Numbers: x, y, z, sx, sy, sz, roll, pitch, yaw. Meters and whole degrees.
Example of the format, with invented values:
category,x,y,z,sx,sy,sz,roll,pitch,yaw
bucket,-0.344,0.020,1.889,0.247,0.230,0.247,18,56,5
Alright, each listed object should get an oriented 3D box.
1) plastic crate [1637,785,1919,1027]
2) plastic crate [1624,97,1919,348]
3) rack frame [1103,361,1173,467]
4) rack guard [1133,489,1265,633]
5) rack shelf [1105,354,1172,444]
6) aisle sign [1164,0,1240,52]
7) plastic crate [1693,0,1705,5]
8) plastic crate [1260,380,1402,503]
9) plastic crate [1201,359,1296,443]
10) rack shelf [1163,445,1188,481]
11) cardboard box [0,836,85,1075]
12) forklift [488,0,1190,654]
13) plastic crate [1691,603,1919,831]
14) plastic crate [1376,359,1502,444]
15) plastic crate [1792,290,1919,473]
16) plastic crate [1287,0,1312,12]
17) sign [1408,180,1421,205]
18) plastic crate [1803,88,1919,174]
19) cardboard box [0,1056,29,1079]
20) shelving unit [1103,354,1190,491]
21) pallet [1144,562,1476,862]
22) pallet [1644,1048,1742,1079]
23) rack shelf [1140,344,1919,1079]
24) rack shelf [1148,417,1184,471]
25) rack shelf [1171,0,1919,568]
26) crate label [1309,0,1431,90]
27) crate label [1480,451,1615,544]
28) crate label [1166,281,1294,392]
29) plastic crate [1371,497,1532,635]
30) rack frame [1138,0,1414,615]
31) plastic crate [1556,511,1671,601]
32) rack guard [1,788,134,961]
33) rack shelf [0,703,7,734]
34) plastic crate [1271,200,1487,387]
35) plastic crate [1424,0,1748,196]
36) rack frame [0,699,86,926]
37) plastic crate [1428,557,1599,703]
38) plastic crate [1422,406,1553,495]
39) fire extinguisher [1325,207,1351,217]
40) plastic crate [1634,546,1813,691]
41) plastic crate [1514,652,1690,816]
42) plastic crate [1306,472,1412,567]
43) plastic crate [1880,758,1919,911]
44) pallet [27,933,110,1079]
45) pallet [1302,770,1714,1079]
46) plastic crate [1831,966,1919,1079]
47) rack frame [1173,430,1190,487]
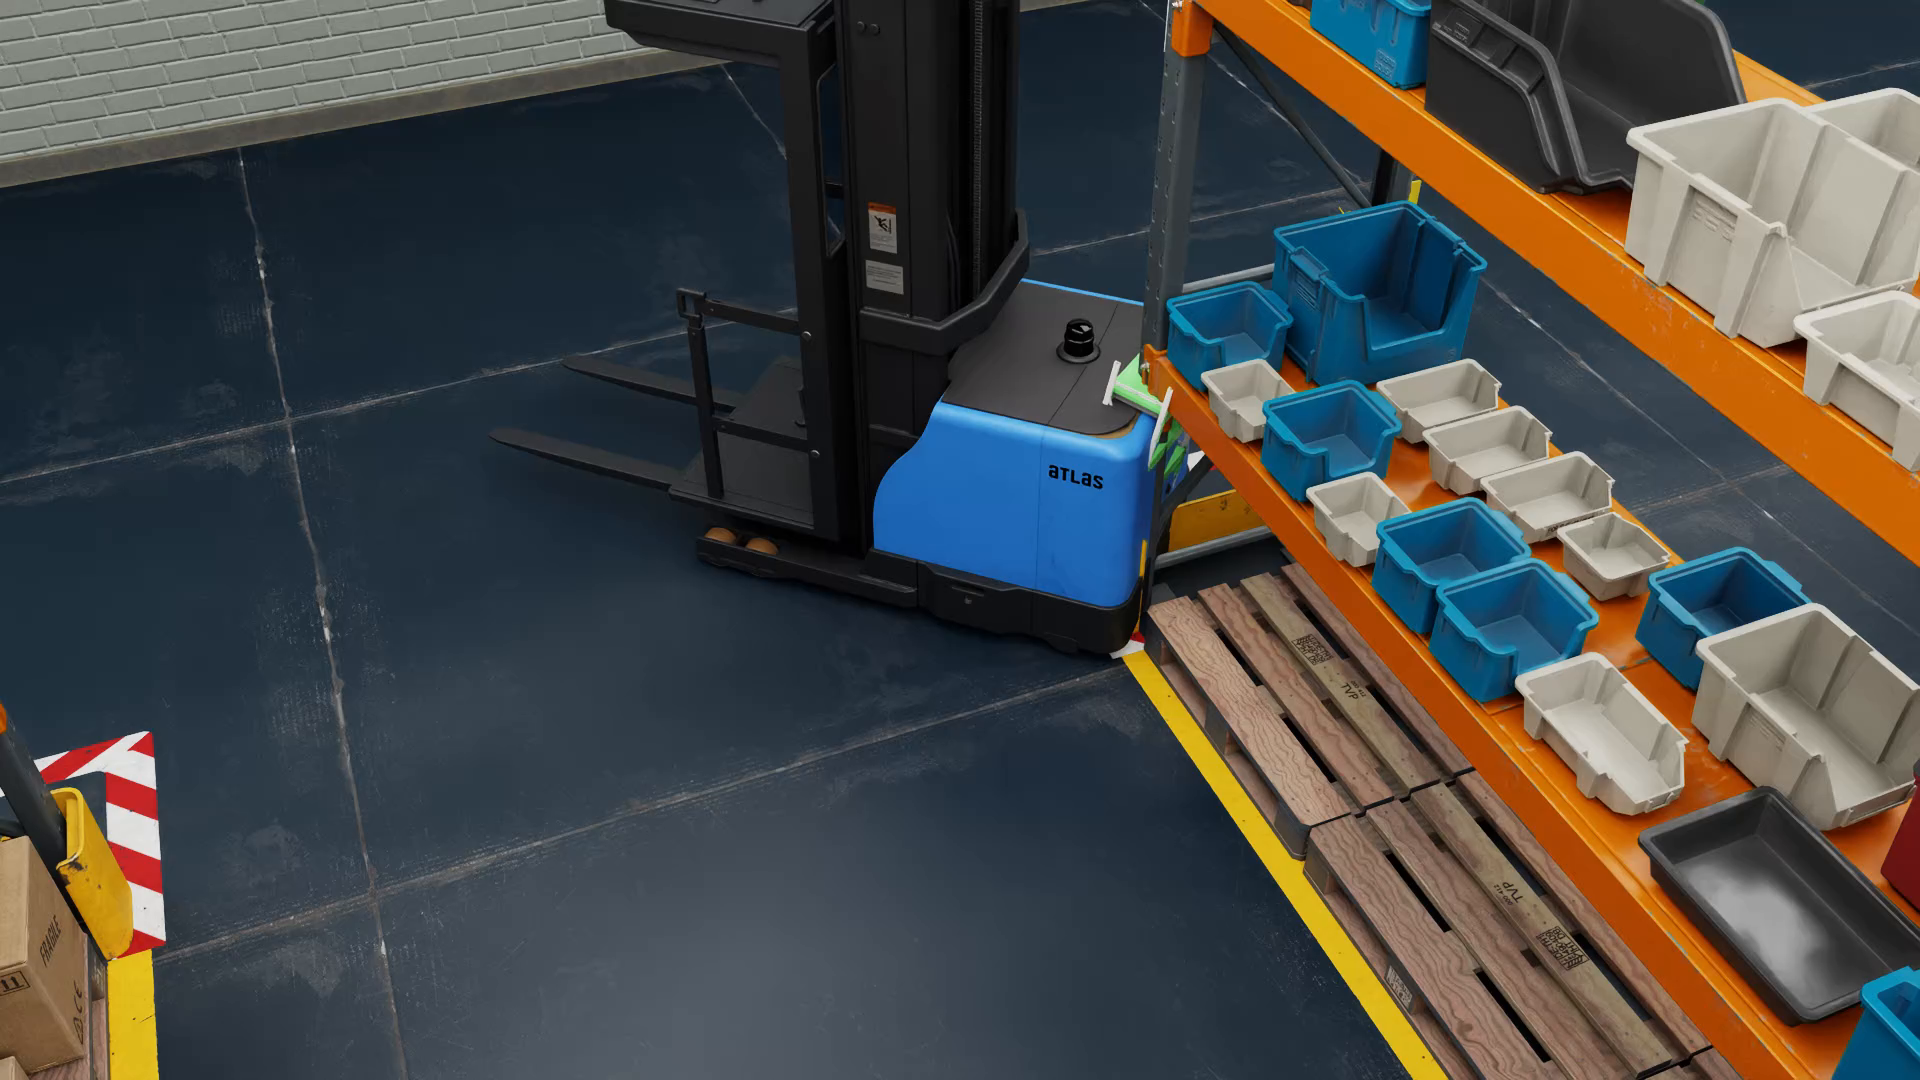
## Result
category,x,y,z,sx,sy,sz,roll,pitch,yaw
plastic crate,2.001,0.905,4.061,0.437,0.125,0.590,-15,43,-17
plastic crate,1.710,-0.659,3.506,0.437,0.282,0.530,-15,43,-17
rack frame,0.567,-0.167,6.410,0.240,1.200,0.015,28,45,16
rack guard,1.126,-0.042,6.915,1.175,0.500,0.348,-15,43,-17
rack shelf,0.758,-0.593,6.289,0.258,0.148,0.480,28,45,16
aisle sign,0.845,-1.933,5.204,0.394,0.787,0.004,-15,43,-17
plastic crate,1.789,-1.513,4.570,0.450,0.188,0.336,-15,43,-17
plastic crate,1.190,-0.310,5.393,0.416,0.233,0.300,-15,43,-17
plastic crate,0.984,-0.456,5.636,0.250,0.136,0.298,-15,43,-17
rack shelf,0.680,-0.253,6.619,0.258,0.148,0.480,28,45,16
cardboard box,-2.995,1.302,5.015,0.500,0.500,0.500,-15,43,-17
forklift,-0.586,-1.259,6.466,3.031,2.935,1.130,14,43,16
plastic crate,2.264,0.487,4.427,0.437,0.282,0.530,-15,43,-17
plastic crate,1.627,-0.455,5.635,0.396,0.136,0.243,-15,43,-17
plastic crate,1.840,-0.277,3.174,0.293,0.136,0.466,-15,43,-17
plastic crate,1.037,-1.765,4.801,0.497,0.269,0.590,-15,43,-17
sign,1.649,-1.187,6.205,0.100,0.325,0.005,-15,43,-17
plastic crate,2.167,-0.833,3.820,0.437,0.136,0.530,-15,43,-17
cardboard box,-2.923,1.695,4.814,0.380,0.166,0.250,-15,43,-17
shelving unit,0.690,-0.298,6.575,0.258,1.200,0.503,28,45,16
pallet,1.427,0.585,6.407,1.003,0.211,1.213,-15,43,-17
pallet,2.361,2.055,4.698,1.003,0.211,1.213,-15,43,-17
rack shelf,1.913,0.499,4.921,1.077,0.370,4.000,-15,43,-17
rack shelf,0.719,-0.423,6.454,0.258,0.148,0.480,28,45,16
rack shelf,1.913,-0.638,3.943,1.077,0.370,4.000,-15,43,-17
crate label,1.202,-1.423,4.418,0.408,0.251,0.502,-15,43,-17
crate label,1.853,-0.115,5.240,0.396,0.136,0.243,-15,43,-17
crate label,0.938,-0.707,5.854,0.416,0.233,0.303,-15,43,-17
plastic crate,1.441,0.086,4.931,0.416,0.233,0.300,-15,43,-17
rack frame,1.147,-0.978,6.087,1.000,3.000,0.127,-15,43,-17
plastic crate,1.984,0.058,5.038,0.298,0.136,0.250,-15,43,-17
rack guard,-3.401,1.249,5.415,1.175,0.500,0.348,-15,43,-17
rack shelf,-2.665,1.733,3.486,1.077,0.370,4.000,-15,43,-17
plastic crate,1.448,-0.860,5.876,0.616,0.435,0.499,-15,43,-17
plastic crate,1.478,-1.103,3.980,0.504,0.338,0.767,-15,43,-17
rack frame,-3.430,0.255,4.653,1.000,3.000,0.127,-15,43,-17
plastic crate,1.556,0.267,4.721,0.416,0.233,0.300,-15,43,-17
plastic crate,1.724,-0.277,5.428,0.396,0.136,0.243,-15,43,-17
fire extinguisher,1.510,-1.012,6.472,0.296,0.674,0.183,-15,43,-17
plastic crate,2.170,0.235,4.758,0.416,0.233,0.300,-15,43,-17
plastic crate,1.734,0.534,4.484,0.293,0.136,0.466,-15,43,-17
plastic crate,1.244,-0.048,5.161,0.250,0.136,0.298,-15,43,-17
plastic crate,2.568,0.784,3.943,0.402,0.464,0.583,-15,43,-17
pallet,-3.095,1.838,4.951,1.003,0.211,1.213,-15,43,-17
pallet,1.890,1.319,5.554,1.003,0.211,1.213,-15,43,-17
plastic crate,2.184,1.218,3.499,0.392,0.384,0.575,-15,43,-17
rack frame,0.813,-0.430,6.740,0.240,1.200,0.015,28,45,16
